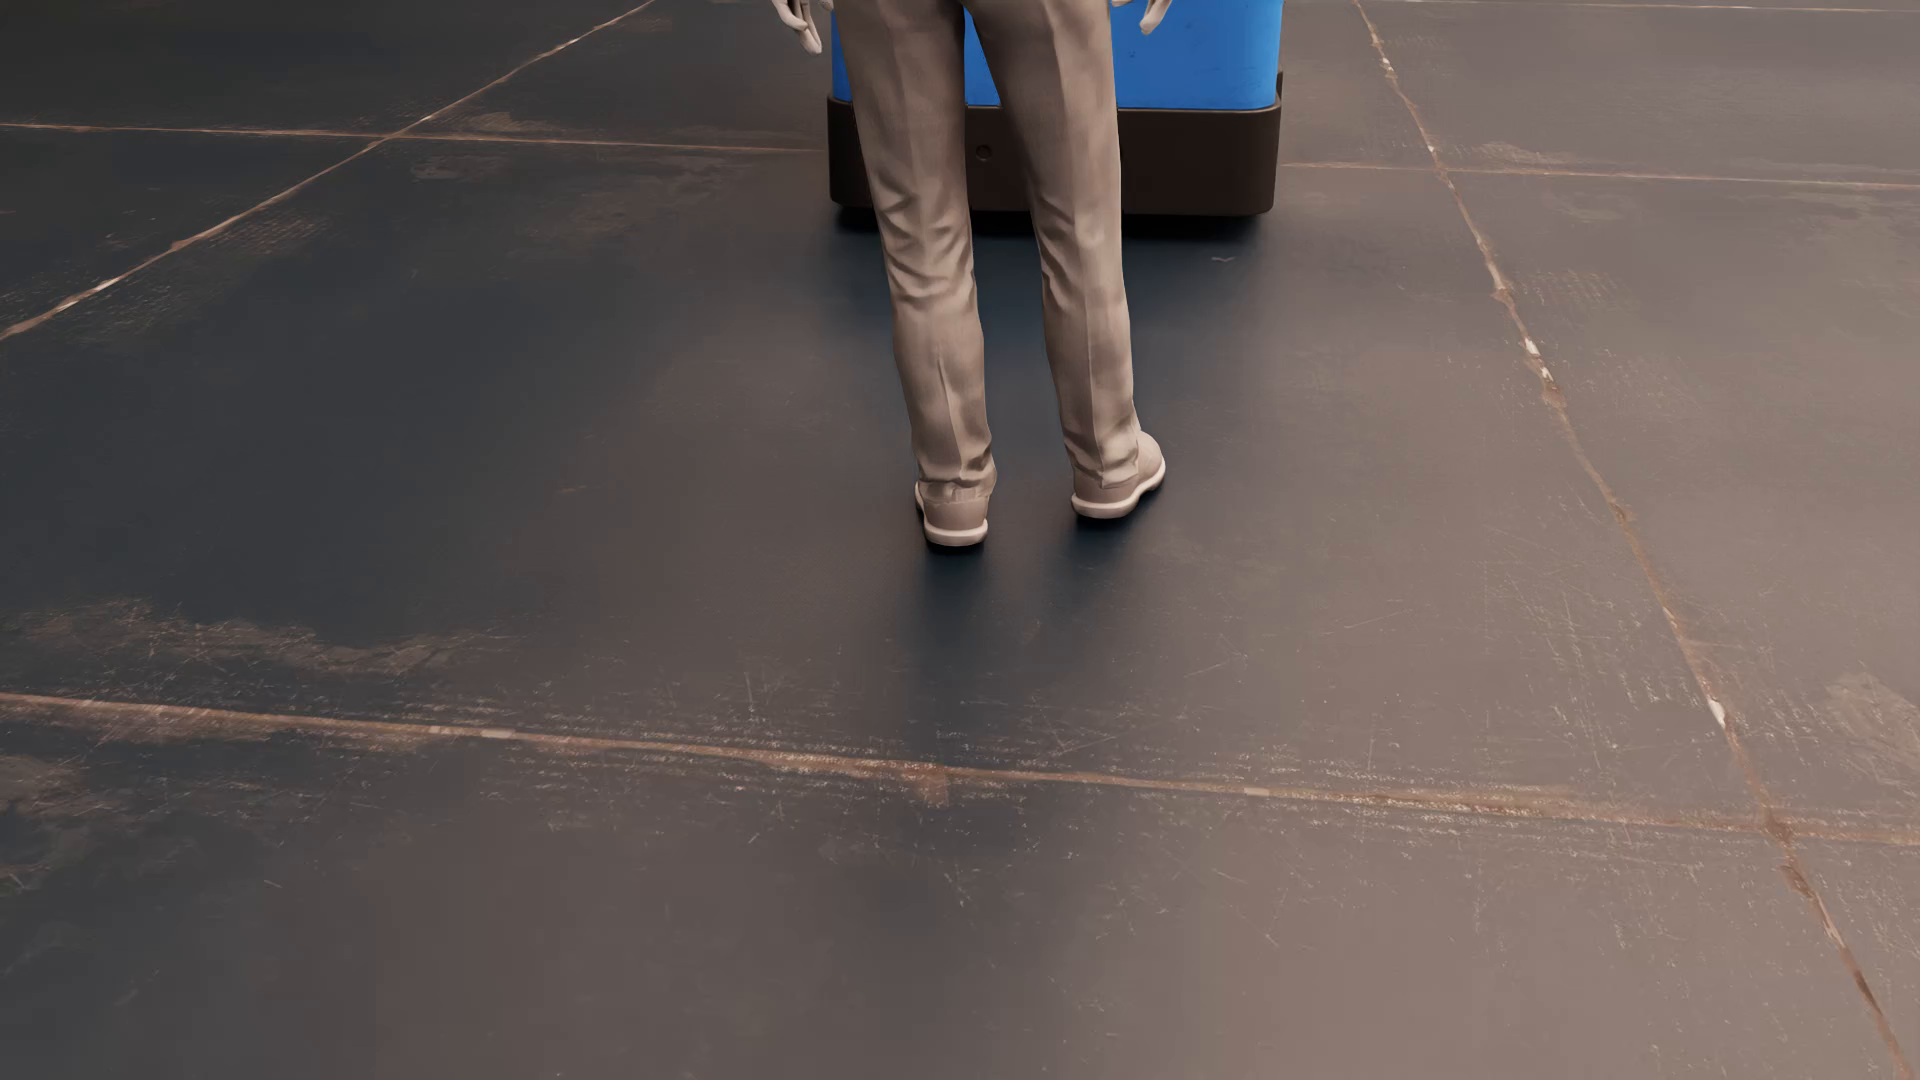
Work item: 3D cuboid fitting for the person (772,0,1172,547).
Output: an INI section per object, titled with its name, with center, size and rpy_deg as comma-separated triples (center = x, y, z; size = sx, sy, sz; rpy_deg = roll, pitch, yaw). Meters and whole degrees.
[person]
center = 0.015, -0.794, 2.179
size = 0.587, 1.695, 0.531
rpy_deg = 3, 27, 7

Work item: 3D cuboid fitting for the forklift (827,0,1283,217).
[forklift]
center = 0.332, -2.681, 4.591
size = 1.130, 2.935, 3.031
rpy_deg = 2, 27, 4
